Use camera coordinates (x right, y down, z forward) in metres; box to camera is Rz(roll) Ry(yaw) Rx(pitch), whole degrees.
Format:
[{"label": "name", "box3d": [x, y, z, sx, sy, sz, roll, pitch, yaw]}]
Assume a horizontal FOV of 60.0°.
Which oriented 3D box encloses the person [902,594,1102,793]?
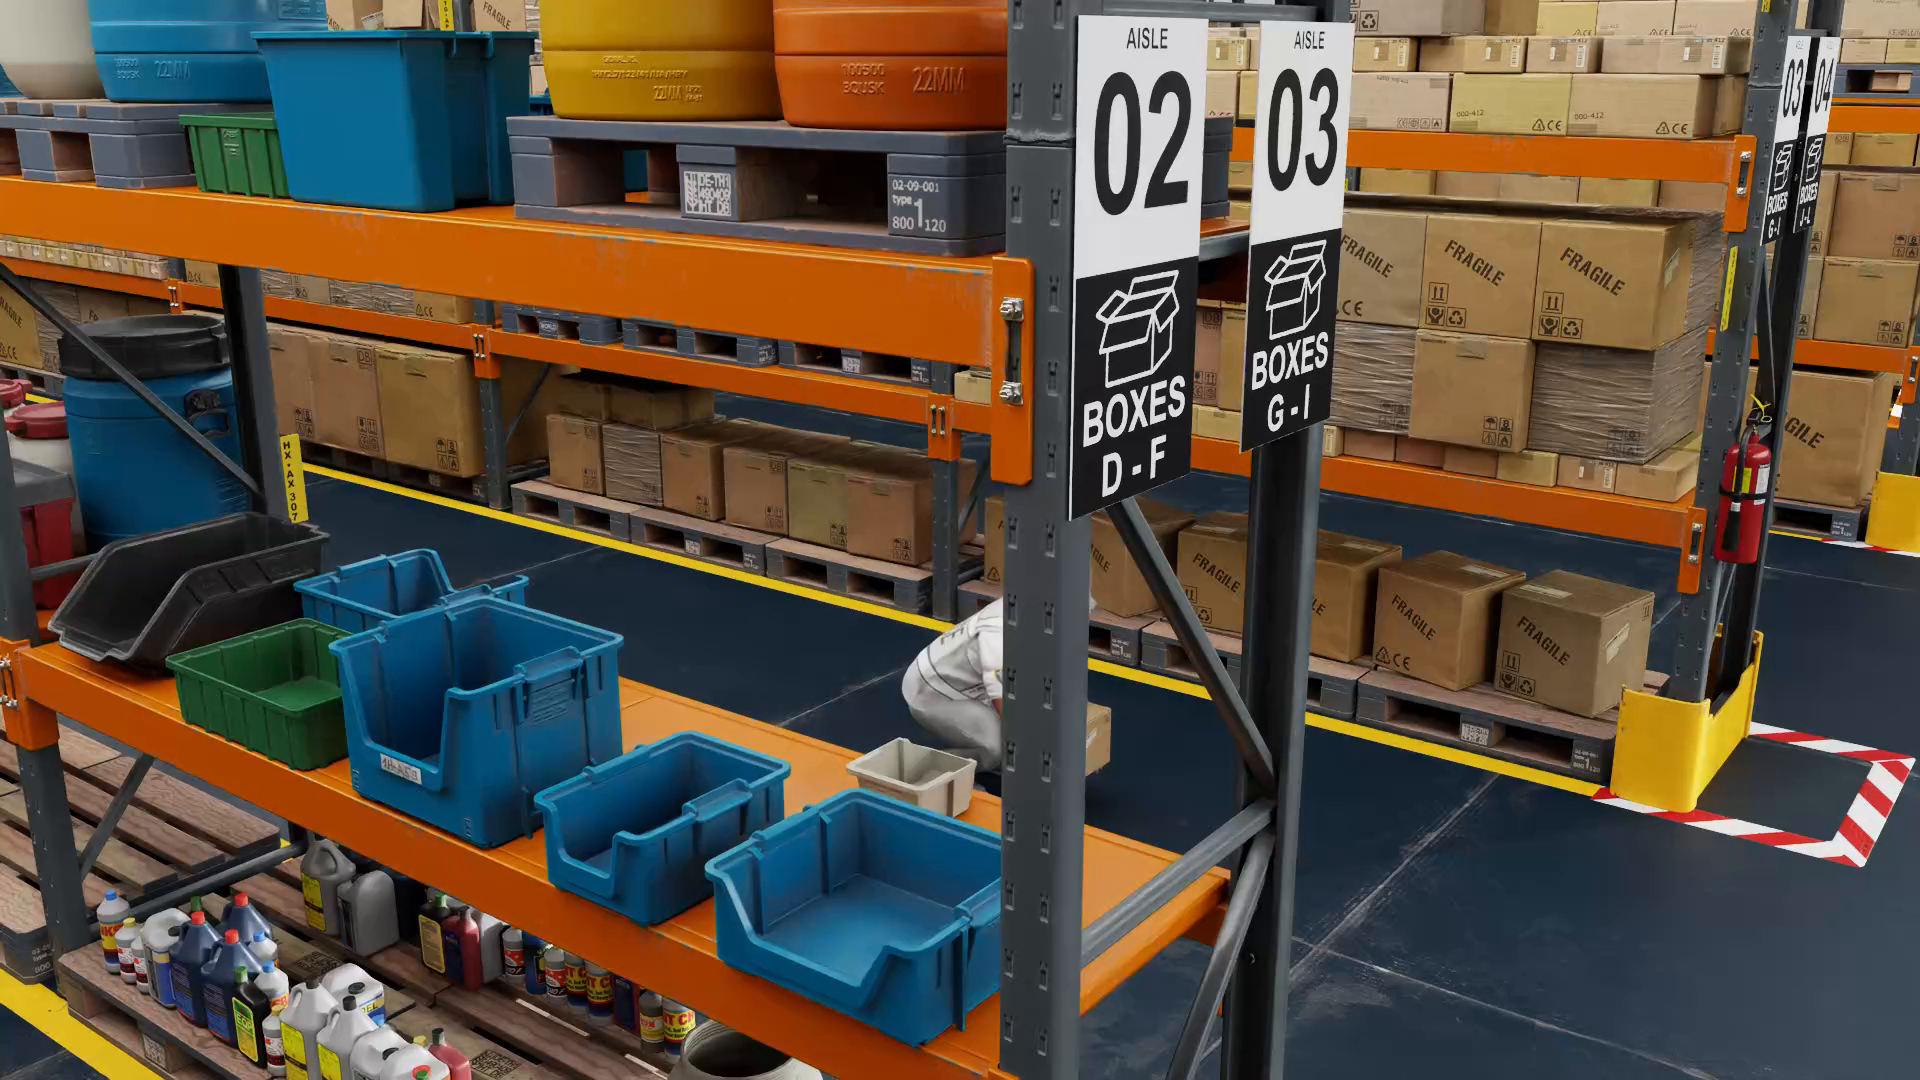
[{"label": "person", "box3d": [0.186, 0.619, 7.263, 0.901, 1.011, 0.550, 12, 20, 35]}]
